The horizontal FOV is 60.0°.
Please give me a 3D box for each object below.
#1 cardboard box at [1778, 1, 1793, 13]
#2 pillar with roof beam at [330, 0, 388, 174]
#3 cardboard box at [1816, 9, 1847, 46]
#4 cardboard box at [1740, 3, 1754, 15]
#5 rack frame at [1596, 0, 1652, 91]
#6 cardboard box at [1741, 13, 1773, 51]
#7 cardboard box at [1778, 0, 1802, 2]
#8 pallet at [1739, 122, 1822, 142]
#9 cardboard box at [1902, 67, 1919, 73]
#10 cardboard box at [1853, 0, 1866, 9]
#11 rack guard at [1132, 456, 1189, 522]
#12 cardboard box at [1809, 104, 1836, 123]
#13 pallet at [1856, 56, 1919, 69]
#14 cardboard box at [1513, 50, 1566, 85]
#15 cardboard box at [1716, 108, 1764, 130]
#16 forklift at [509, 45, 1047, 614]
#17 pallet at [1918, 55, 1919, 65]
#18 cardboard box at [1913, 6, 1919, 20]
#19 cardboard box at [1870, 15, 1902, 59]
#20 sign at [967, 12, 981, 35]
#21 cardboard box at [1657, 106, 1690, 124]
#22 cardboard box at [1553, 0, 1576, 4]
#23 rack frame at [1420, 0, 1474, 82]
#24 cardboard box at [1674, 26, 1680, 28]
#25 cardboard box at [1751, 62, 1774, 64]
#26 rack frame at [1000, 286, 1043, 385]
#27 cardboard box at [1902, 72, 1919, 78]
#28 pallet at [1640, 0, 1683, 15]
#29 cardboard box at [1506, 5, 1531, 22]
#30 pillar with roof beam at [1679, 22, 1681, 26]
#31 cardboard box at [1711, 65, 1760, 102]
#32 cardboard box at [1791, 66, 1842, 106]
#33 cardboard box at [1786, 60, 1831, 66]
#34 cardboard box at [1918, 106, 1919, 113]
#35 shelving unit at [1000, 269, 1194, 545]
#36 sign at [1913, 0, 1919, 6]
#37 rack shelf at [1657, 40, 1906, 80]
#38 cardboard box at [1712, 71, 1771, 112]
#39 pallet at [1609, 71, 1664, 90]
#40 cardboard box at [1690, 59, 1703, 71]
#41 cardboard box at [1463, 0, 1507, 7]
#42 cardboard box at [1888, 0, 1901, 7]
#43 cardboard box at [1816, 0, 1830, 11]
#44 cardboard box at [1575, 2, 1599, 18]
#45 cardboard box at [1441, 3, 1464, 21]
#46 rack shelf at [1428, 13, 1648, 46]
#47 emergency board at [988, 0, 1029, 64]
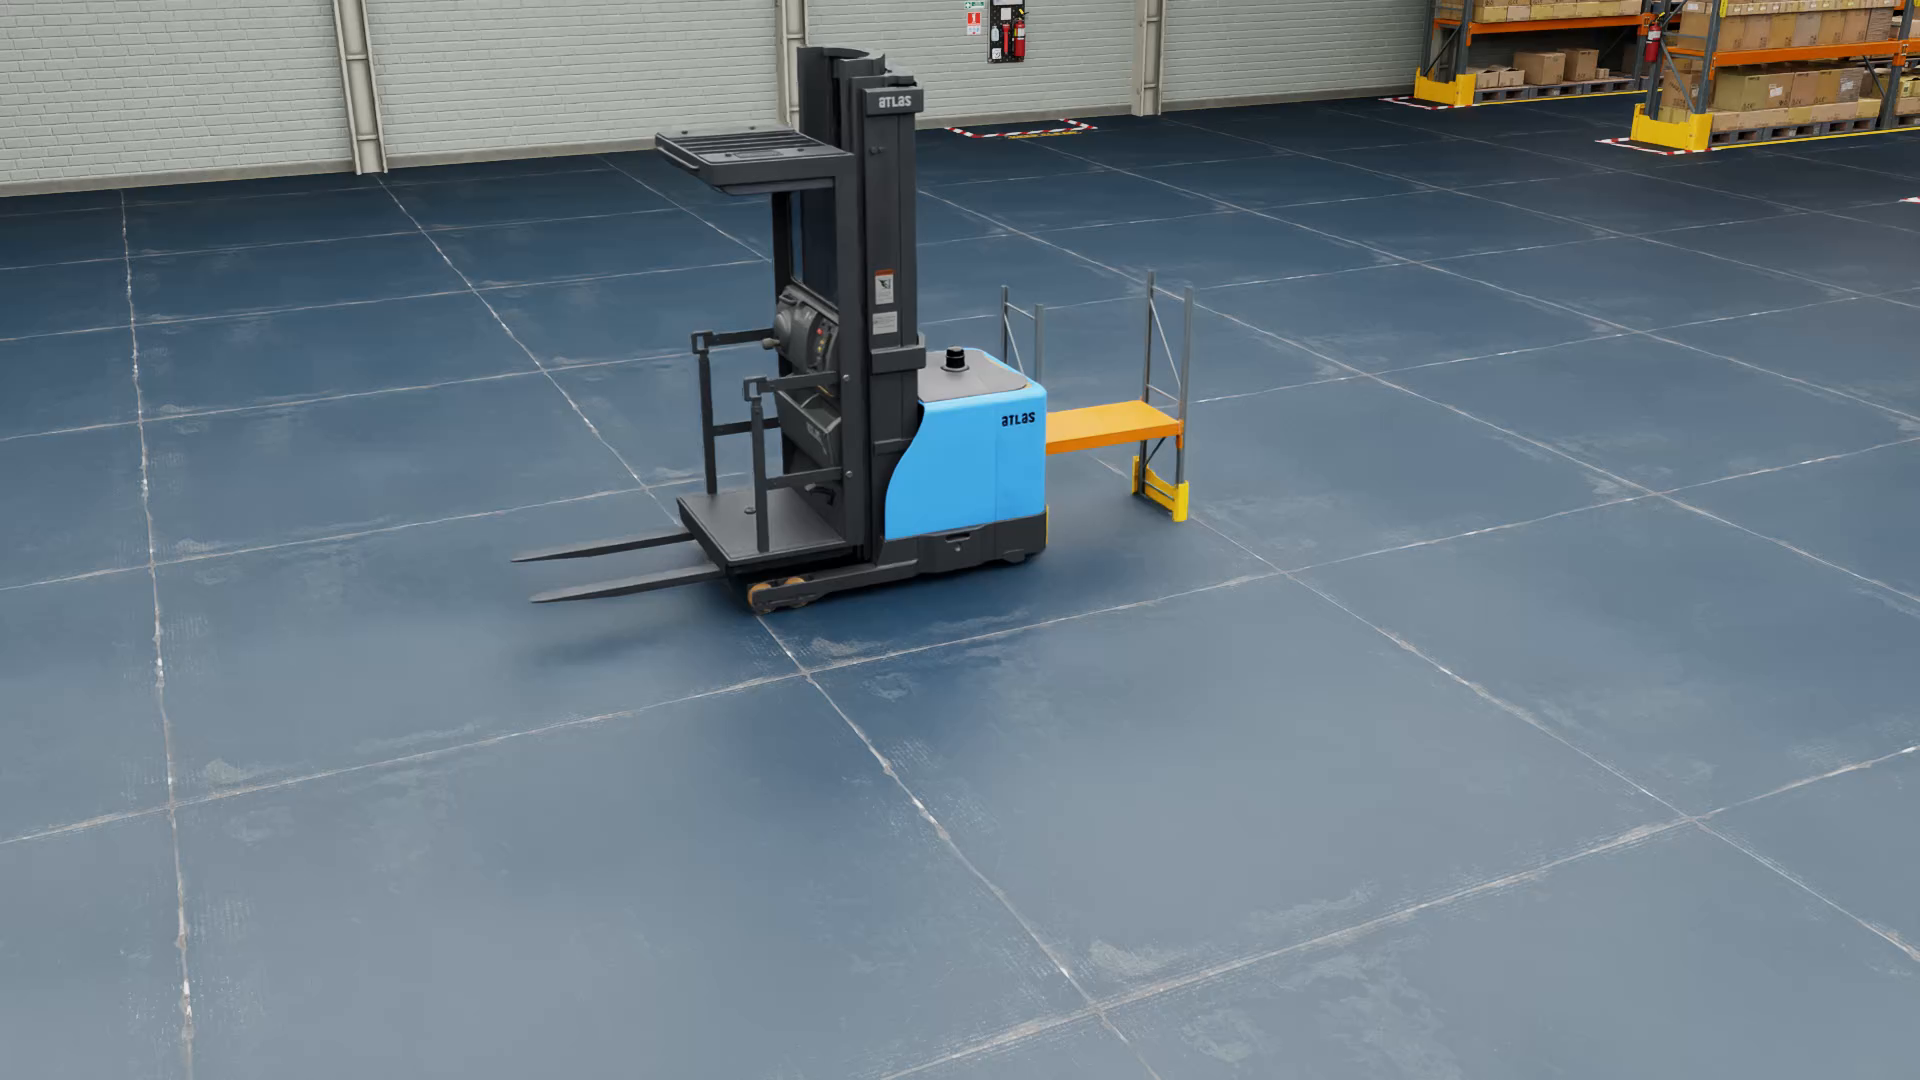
[{"bbox_3d":[11.677,-7.649,23.827,0.250,0.149,0.380,-11,25,-25],"label":"cardboard box"},{"bbox_3d":[-5.948,-7.563,16.756,0.400,9.000,9.100,-10,25,-24],"label":"pillar with roof beam"},{"bbox_3d":[12.581,-7.602,24.563,0.500,0.500,0.700,-10,25,-23],"label":"cardboard box"},{"bbox_3d":[10.984,-7.522,23.520,0.250,0.149,0.380,-11,25,-25],"label":"cardboard box"},{"bbox_3d":[11.753,-9.510,29.303,0.127,3.000,1.000,-10,25,-24],"label":"rack frame"},{"bbox_3d":[11.198,-7.348,23.949,0.500,0.500,0.700,-10,24,-22],"label":"cardboard box"},{"bbox_3d":[11.700,-8.041,23.926,0.500,0.500,0.700,-10,25,-23],"label":"cardboard box"},{"bbox_3d":[12.069,-6.194,24.937,1.213,0.211,1.003,-10,25,-24],"label":"pallet"},{"bbox_3d":[15.062,-7.323,26.331,0.500,0.311,0.500,-11,25,-24],"label":"cardboard box"},{"bbox_3d":[13.058,-7.902,24.439,0.250,0.149,0.380,-10,25,-24],"label":"cardboard box"},{"bbox_3d":[1.289,-0.337,10.737,0.087,0.250,0.587,-10,24,-22],"label":"rack guard"},{"bbox_3d":[12.683,-6.407,24.853,0.500,0.250,0.500,-10,25,-24],"label":"cardboard box"},{"bbox_3d":[18.299,-9.395,32.670,1.213,0.211,1.003,-10,25,-24],"label":"pallet"},{"bbox_3d":[10.008,-8.178,28.777,0.500,0.500,0.700,-12,25,-27],"label":"cardboard box"},{"bbox_3d":[11.329,-6.160,24.256,0.500,0.250,0.500,-10,25,-24],"label":"cardboard box"},{"bbox_3d":[-1.045,-1.173,9.252,3.031,2.935,1.130,-10,24,-22],"label":"forklift"},{"bbox_3d":[19.680,-9.648,33.282,1.213,0.211,1.003,-10,25,-24],"label":"pallet"},{"bbox_3d":[15.078,-8.059,25.666,0.500,0.500,0.500,-9,24,-20],"label":"cardboard box"},{"bbox_3d":[17.632,-9.737,32.112,0.750,0.750,0.750,-10,24,-22],"label":"cardboard box"},{"bbox_3d":[0.212,-7.829,25.195,0.234,0.329,0.001,-10,25,-24],"label":"sign"},{"bbox_3d":[10.656,-6.254,24.484,0.500,0.250,0.500,-10,25,-24],"label":"cardboard box"},{"bbox_3d":[10.087,-9.361,28.131,0.500,0.500,0.500,-10,24,-22],"label":"cardboard box"},{"bbox_3d":[8.149,-8.847,27.700,0.127,3.000,1.000,-10,25,-24],"label":"rack frame"},{"bbox_3d":[13.271,-9.195,30.253,0.500,0.250,0.500,-11,25,-25],"label":"cardboard box"},{"bbox_3d":[14.731,-9.085,30.968,0.500,0.500,0.700,-10,25,-23],"label":"cardboard box"},{"bbox_3d":[0.364,-0.754,10.111,0.032,1.500,0.500,-10,24,-22],"label":"rack frame"},{"bbox_3d":[14.838,-7.050,25.673,0.500,0.311,0.500,-11,25,-24],"label":"cardboard box"},{"bbox_3d":[12.505,-9.498,29.525,1.213,0.211,1.003,-10,25,-24],"label":"pallet"},{"bbox_3d":[9.188,-8.849,27.876,0.500,0.250,0.500,-11,25,-25],"label":"cardboard box"},{"bbox_3d":[15.678,-11.544,26.373,0.400,9.000,9.100,-10,25,-24],"label":"pillar with roof beam"},{"bbox_3d":[11.549,-6.773,24.755,0.500,0.500,0.500,-10,25,-24],"label":"cardboard box"},{"bbox_3d":[12.677,-6.758,24.720,0.500,0.500,0.500,-10,25,-24],"label":"cardboard box"},{"bbox_3d":[12.904,-7.019,25.350,0.500,0.500,0.500,-10,25,-24],"label":"cardboard box"},{"bbox_3d":[14.837,-6.793,25.785,0.500,0.250,0.500,-10,24,-22],"label":"cardboard box"},{"bbox_3d":[0.836,-0.836,10.308,1.083,1.500,0.587,-10,24,-22],"label":"shelving unit"},{"bbox_3d":[14.147,-8.049,24.538,0.005,0.325,0.100,-10,25,-24],"label":"sign"},{"bbox_3d":[12.103,-7.139,24.516,4.000,0.370,1.077,-10,25,-24],"label":"rack shelf"},{"bbox_3d":[11.330,-6.506,24.111,0.500,0.500,0.500,-10,25,-24],"label":"cardboard box"},{"bbox_3d":[12.454,-8.351,30.149,1.213,0.211,1.003,-10,25,-24],"label":"pallet"},{"bbox_3d":[13.330,-8.860,30.425,0.500,0.500,0.700,-10,25,-23],"label":"cardboard box"},{"bbox_3d":[8.709,-9.109,27.522,0.500,0.500,0.500,-10,25,-24],"label":"cardboard box"},{"bbox_3d":[13.753,-8.031,24.750,0.250,0.149,0.380,-10,25,-24],"label":"cardboard box"},{"bbox_3d":[12.370,-7.775,24.133,0.250,0.149,0.380,-10,24,-22],"label":"cardboard box"},{"bbox_3d":[10.559,-9.099,28.478,0.500,0.250,0.500,-11,25,-24],"label":"cardboard box"},{"bbox_3d":[8.486,-8.931,28.074,0.500,0.250,0.500,-10,25,-23],"label":"cardboard box"},{"bbox_3d":[9.951,-8.846,28.639,4.000,0.370,1.077,-10,25,-24],"label":"rack shelf"},{"bbox_3d":[0.755,-7.869,25.338,0.643,1.169,0.194,-10,25,-24],"label":"emergency board"}]
